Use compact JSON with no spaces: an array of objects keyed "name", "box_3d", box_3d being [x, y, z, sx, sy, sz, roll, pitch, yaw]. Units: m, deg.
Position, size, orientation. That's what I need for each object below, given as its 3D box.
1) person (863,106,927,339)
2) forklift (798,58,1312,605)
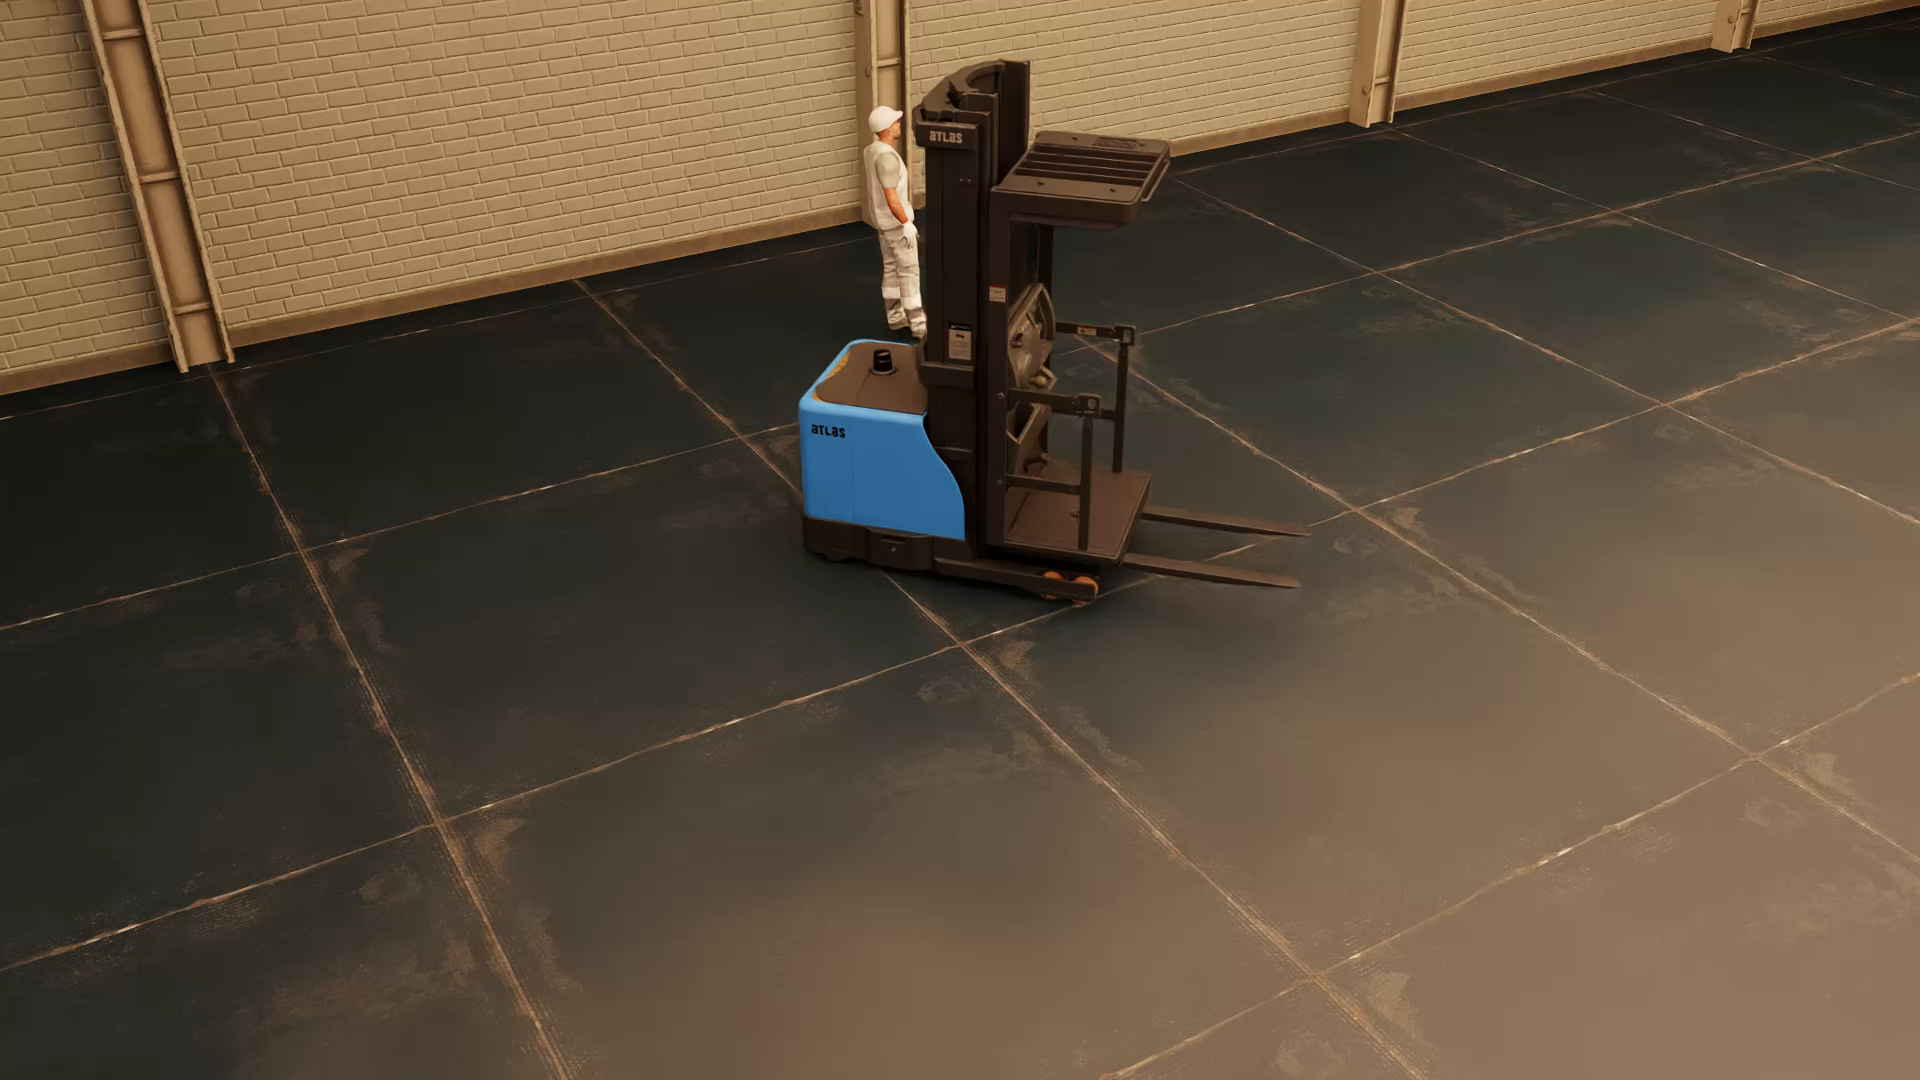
[{"name":"person","box_3d":[-0.433,-2.472,12.874,0.565,1.788,0.640,-10,32,-16]},{"name":"forklift","box_3d":[0.602,-1.177,9.612,3.031,2.935,1.130,9,32,14]}]
